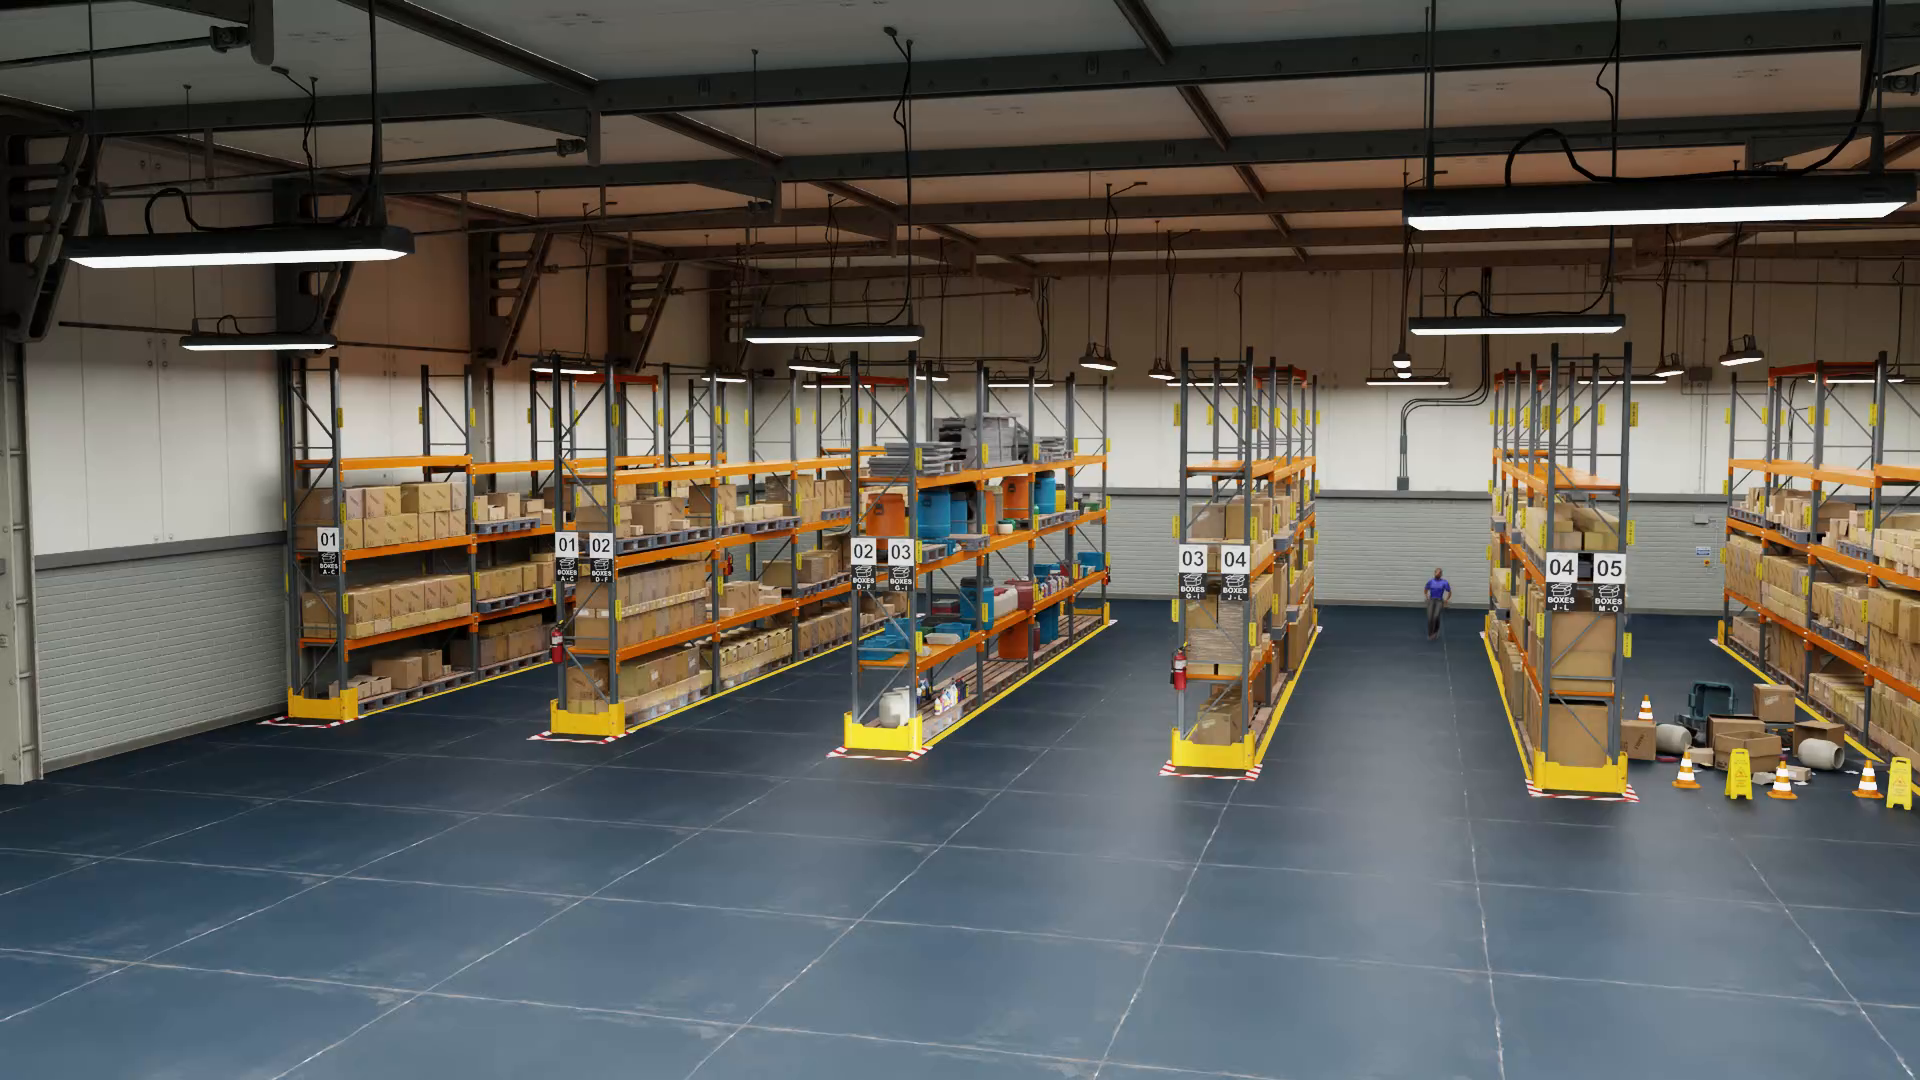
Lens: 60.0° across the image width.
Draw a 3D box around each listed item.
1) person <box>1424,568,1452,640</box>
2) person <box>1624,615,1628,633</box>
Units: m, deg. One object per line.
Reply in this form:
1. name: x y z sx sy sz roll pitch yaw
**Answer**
1. person: 10.691 1.449 37.385 0.569 1.626 0.513 2 5 29
2. person: 15.124 1.387 38.464 0.663 1.615 0.604 0 4 4
